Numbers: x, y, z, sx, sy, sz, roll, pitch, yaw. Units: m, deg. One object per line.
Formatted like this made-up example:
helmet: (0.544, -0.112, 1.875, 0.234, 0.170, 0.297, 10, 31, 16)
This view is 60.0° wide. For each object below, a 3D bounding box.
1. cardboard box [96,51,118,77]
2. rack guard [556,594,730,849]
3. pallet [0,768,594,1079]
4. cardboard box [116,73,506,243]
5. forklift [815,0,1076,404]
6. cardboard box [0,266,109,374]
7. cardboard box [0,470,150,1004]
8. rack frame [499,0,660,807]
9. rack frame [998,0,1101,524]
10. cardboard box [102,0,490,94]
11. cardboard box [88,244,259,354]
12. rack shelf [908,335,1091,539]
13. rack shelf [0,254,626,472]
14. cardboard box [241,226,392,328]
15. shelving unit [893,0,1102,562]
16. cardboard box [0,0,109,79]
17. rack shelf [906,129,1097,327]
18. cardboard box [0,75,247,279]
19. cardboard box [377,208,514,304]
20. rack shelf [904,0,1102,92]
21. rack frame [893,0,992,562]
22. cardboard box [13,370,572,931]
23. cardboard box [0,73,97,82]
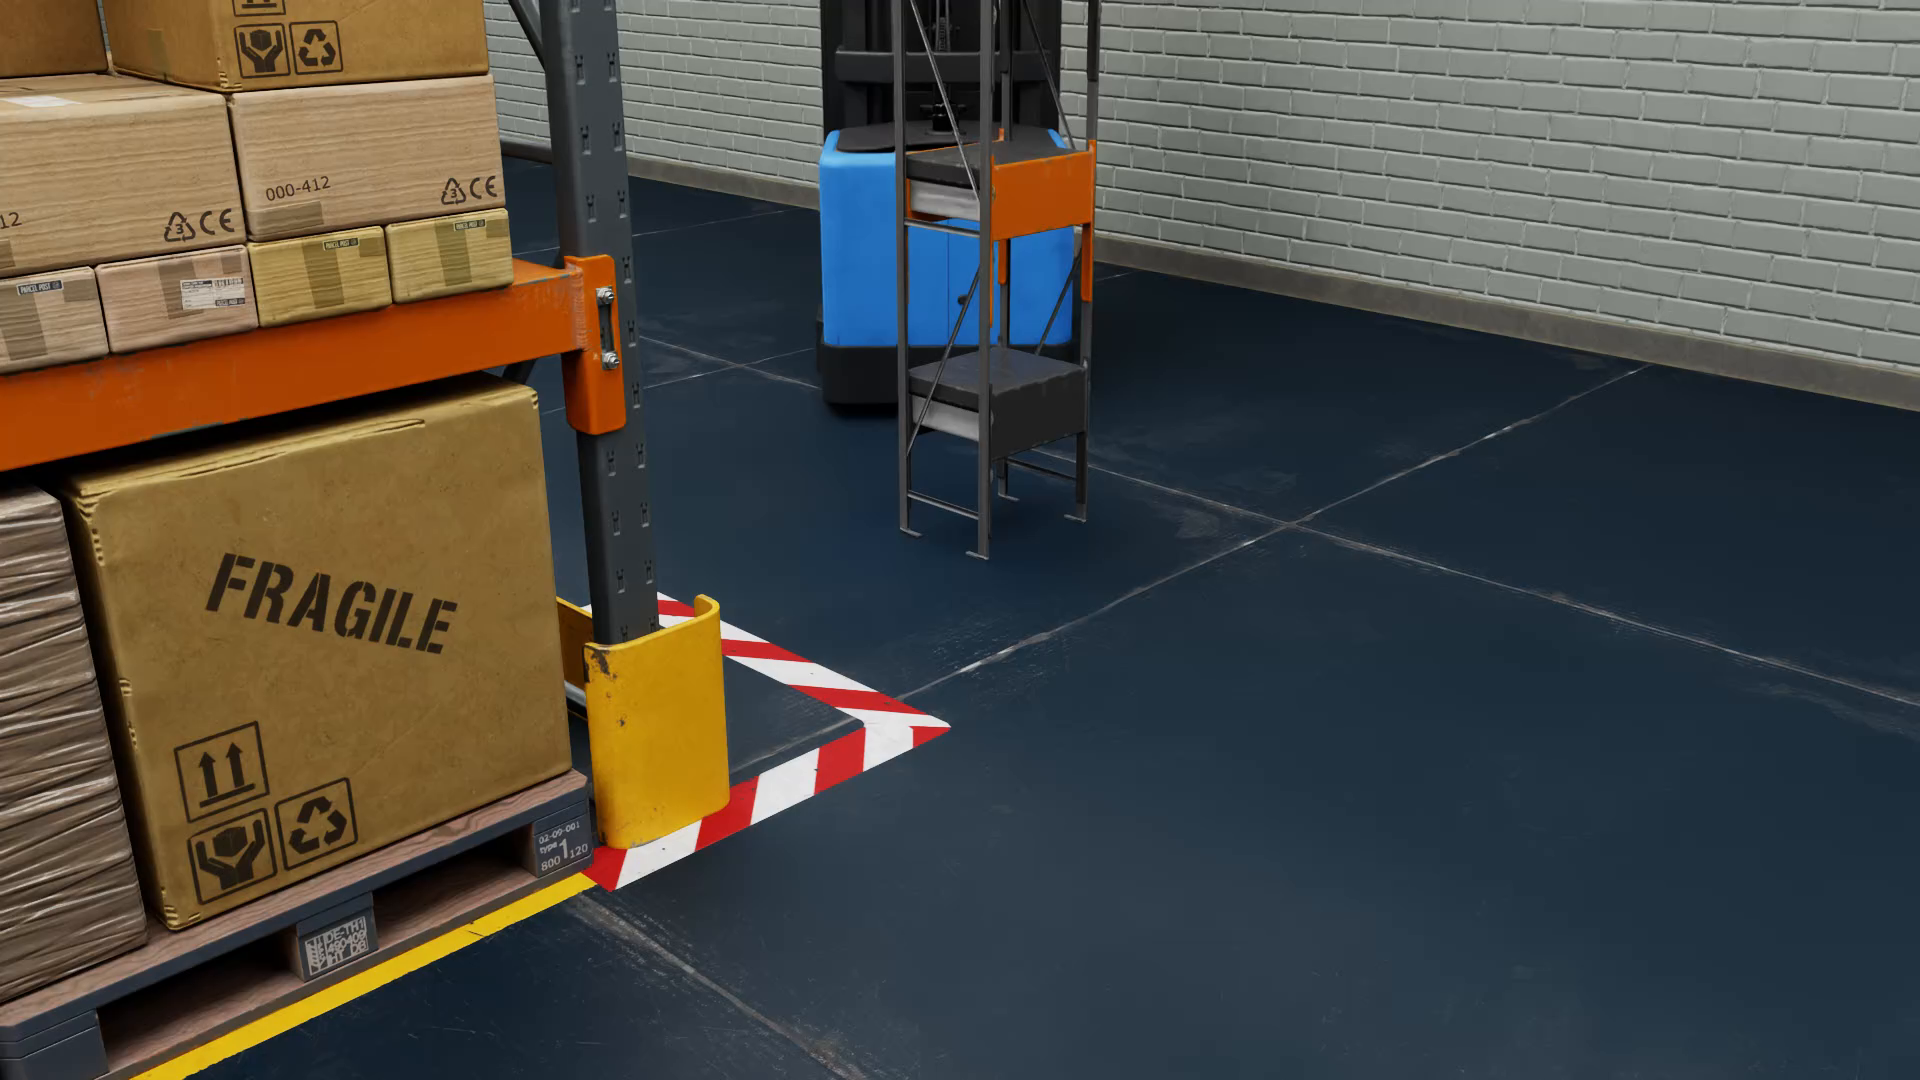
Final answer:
cardboard box: (-1.604, -0.889, 3.501, 0.500, 0.250, 0.500, 18, 28, 39)
rack guard: (-1.059, 0.285, 4.137, 1.175, 0.500, 0.348, 19, 28, 41)
pallet: (-1.577, 0.651, 3.587, 1.003, 0.211, 1.213, 19, 28, 41)
cardboard box: (-1.224, -0.754, 3.149, 0.500, 0.250, 0.500, 19, 28, 40)
forklift: (-0.095, -2.407, 7.752, 1.130, 2.935, 3.031, -1, 21, -2)
cardboard box: (-1.620, -0.389, 2.756, 0.250, 0.149, 0.380, -20, 28, -41)
cardboard box: (-2.100, 0.338, 2.889, 0.875, 0.875, 0.875, 19, 28, 41)
rack frame: (-1.076, -0.876, 3.672, 1.000, 3.000, 0.127, 19, 28, 41)
rack frame: (0.286, -1.085, 5.472, 0.400, 2.100, 0.015, 19, 28, 41)
cardboard box: (-1.227, -1.104, 3.014, 0.500, 0.500, 0.500, 20, 29, 41)
cardboard box: (-1.445, -0.453, 2.922, 0.380, 0.149, 0.250, 19, 28, 41)
rack shelf: (0.115, -0.357, 5.565, 0.431, 0.518, 0.480, 19, 28, 41)
rack shelf: (-2.471, -0.026, 2.464, 1.077, 0.370, 4.000, 19, 28, 41)
cardboard box: (-1.268, -0.517, 3.090, 0.380, 0.149, 0.250, 20, 28, 41)
shelving unit: (0.115, -1.023, 5.309, 0.431, 2.100, 0.503, 19, 28, 41)
cardboard box: (-1.953, -1.110, 3.032, 0.500, 0.500, 0.500, 18, 28, 39)
rack shelf: (0.115, -1.010, 5.313, 0.431, 0.518, 0.480, 19, 28, 41)
cardboard box: (-1.578, -0.623, 2.810, 0.500, 0.250, 0.500, 19, 28, 40)
cardboard box: (-1.088, -0.585, 3.265, 0.250, 0.149, 0.380, -20, 28, -41)
rack shelf: (0.116, -1.663, 5.062, 0.431, 0.518, 0.480, 19, 28, 41)
rack frame: (-0.055, -0.960, 5.145, 0.400, 2.100, 0.015, 19, 28, 41)
cardboard box: (-1.465, 0.104, 3.498, 0.875, 0.875, 0.875, 19, 28, 41)
cardboard box: (-1.962, -0.754, 3.149, 0.500, 0.250, 0.500, 19, 28, 40)
